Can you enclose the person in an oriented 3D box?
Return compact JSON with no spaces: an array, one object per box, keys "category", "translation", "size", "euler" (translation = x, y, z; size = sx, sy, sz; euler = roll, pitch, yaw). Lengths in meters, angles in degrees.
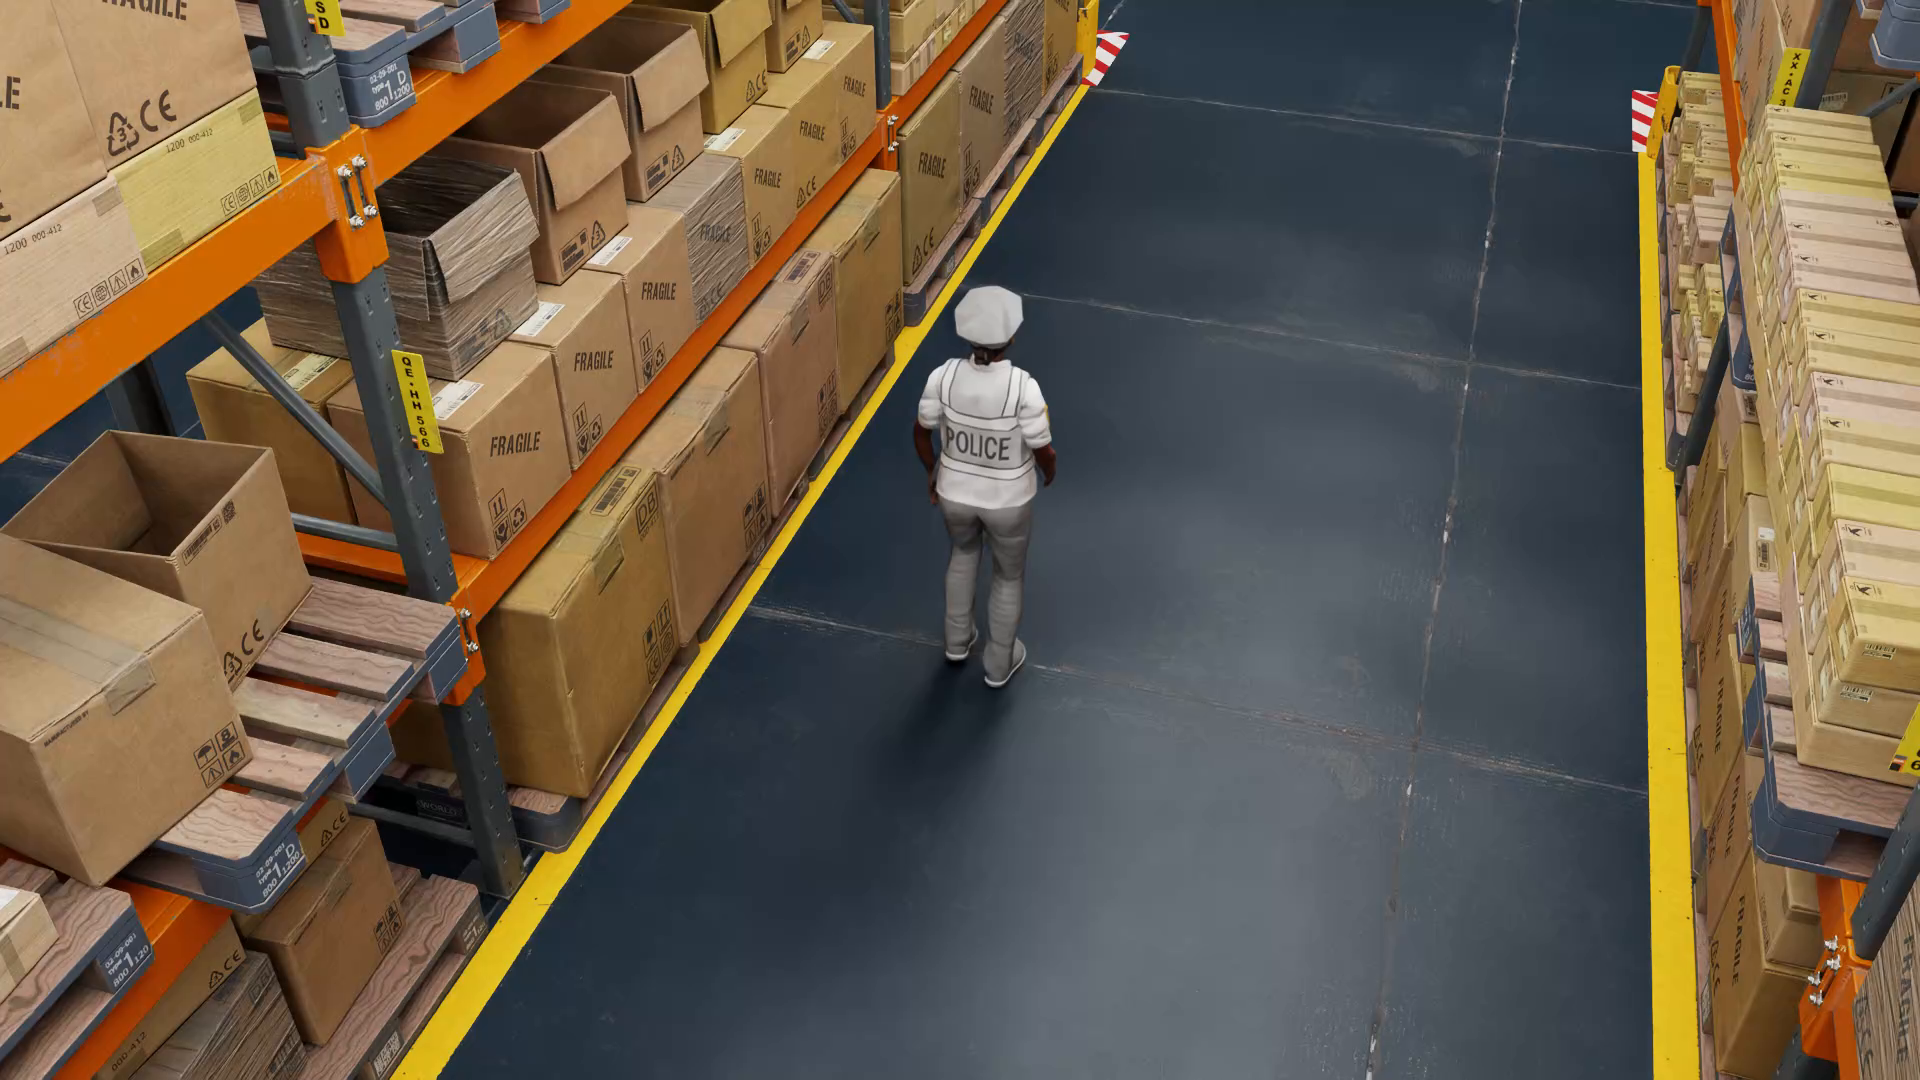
[{"category":"person","translation":[0.107,-0.210,6.409],"size":[0.549,1.682,0.446],"euler":[12,39,15]}]
